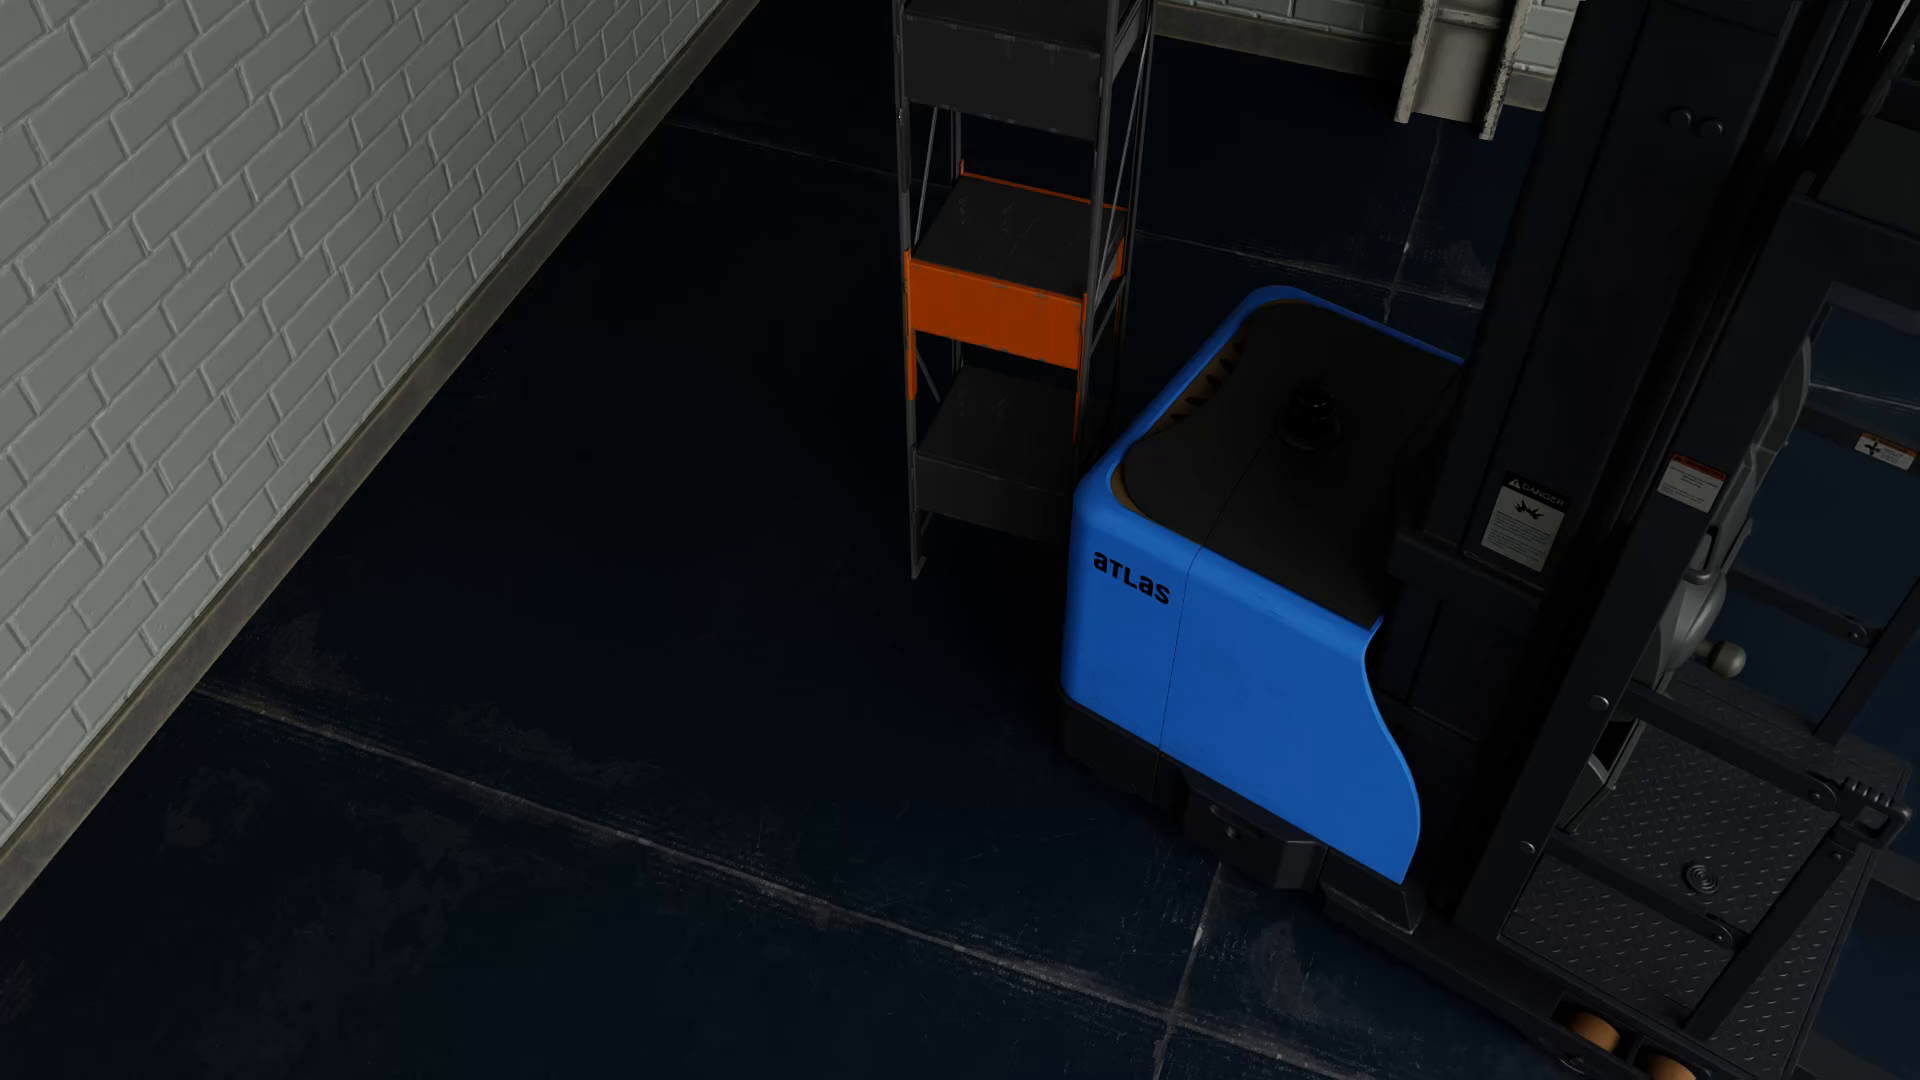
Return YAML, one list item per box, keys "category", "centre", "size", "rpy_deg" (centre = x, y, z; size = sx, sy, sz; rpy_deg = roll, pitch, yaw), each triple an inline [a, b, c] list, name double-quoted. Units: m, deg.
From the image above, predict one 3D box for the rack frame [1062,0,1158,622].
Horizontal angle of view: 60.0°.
- category: "rack frame"
  centre: [0.384, -0.580, 4.364]
  size: [0.015, 2.100, 0.400]
  rpy_deg: [16, 51, 13]

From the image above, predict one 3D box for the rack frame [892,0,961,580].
- category: "rack frame"
  centre: [-0.074, -0.708, 4.474]
  size: [0.015, 2.100, 0.400]
  rpy_deg: [16, 51, 13]

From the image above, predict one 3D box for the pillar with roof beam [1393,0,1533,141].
- category: "pillar with roof beam"
  centre: [0.496, -1.648, 0.723]
  size: [0.400, 9.000, 9.100]
  rpy_deg: [16, 51, 13]

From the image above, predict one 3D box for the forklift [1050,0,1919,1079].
- category: "forklift"
  centre: [1.751, -0.021, 3.329]
  size: [3.031, 2.935, 1.130]
  rpy_deg: [28, 55, 22]

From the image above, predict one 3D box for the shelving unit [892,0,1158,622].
- category: "shelving unit"
  centre: [0.155, -0.644, 4.419]
  size: [0.503, 2.100, 0.431]
  rpy_deg: [16, 51, 13]

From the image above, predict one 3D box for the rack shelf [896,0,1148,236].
- category: "rack shelf"
  centre: [0.155, -1.094, 3.900]
  size: [0.480, 0.518, 0.431]
  rpy_deg: [16, 51, 13]

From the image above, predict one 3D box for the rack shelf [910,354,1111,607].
- category: "rack shelf"
  centre: [0.155, -0.177, 4.958]
  size: [0.480, 0.518, 0.431]
  rpy_deg: [16, 51, 13]

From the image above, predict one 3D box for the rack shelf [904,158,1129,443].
- category: "rack shelf"
  centre: [0.155, -0.635, 4.429]
  size: [0.480, 0.518, 0.431]
  rpy_deg: [16, 51, 13]
